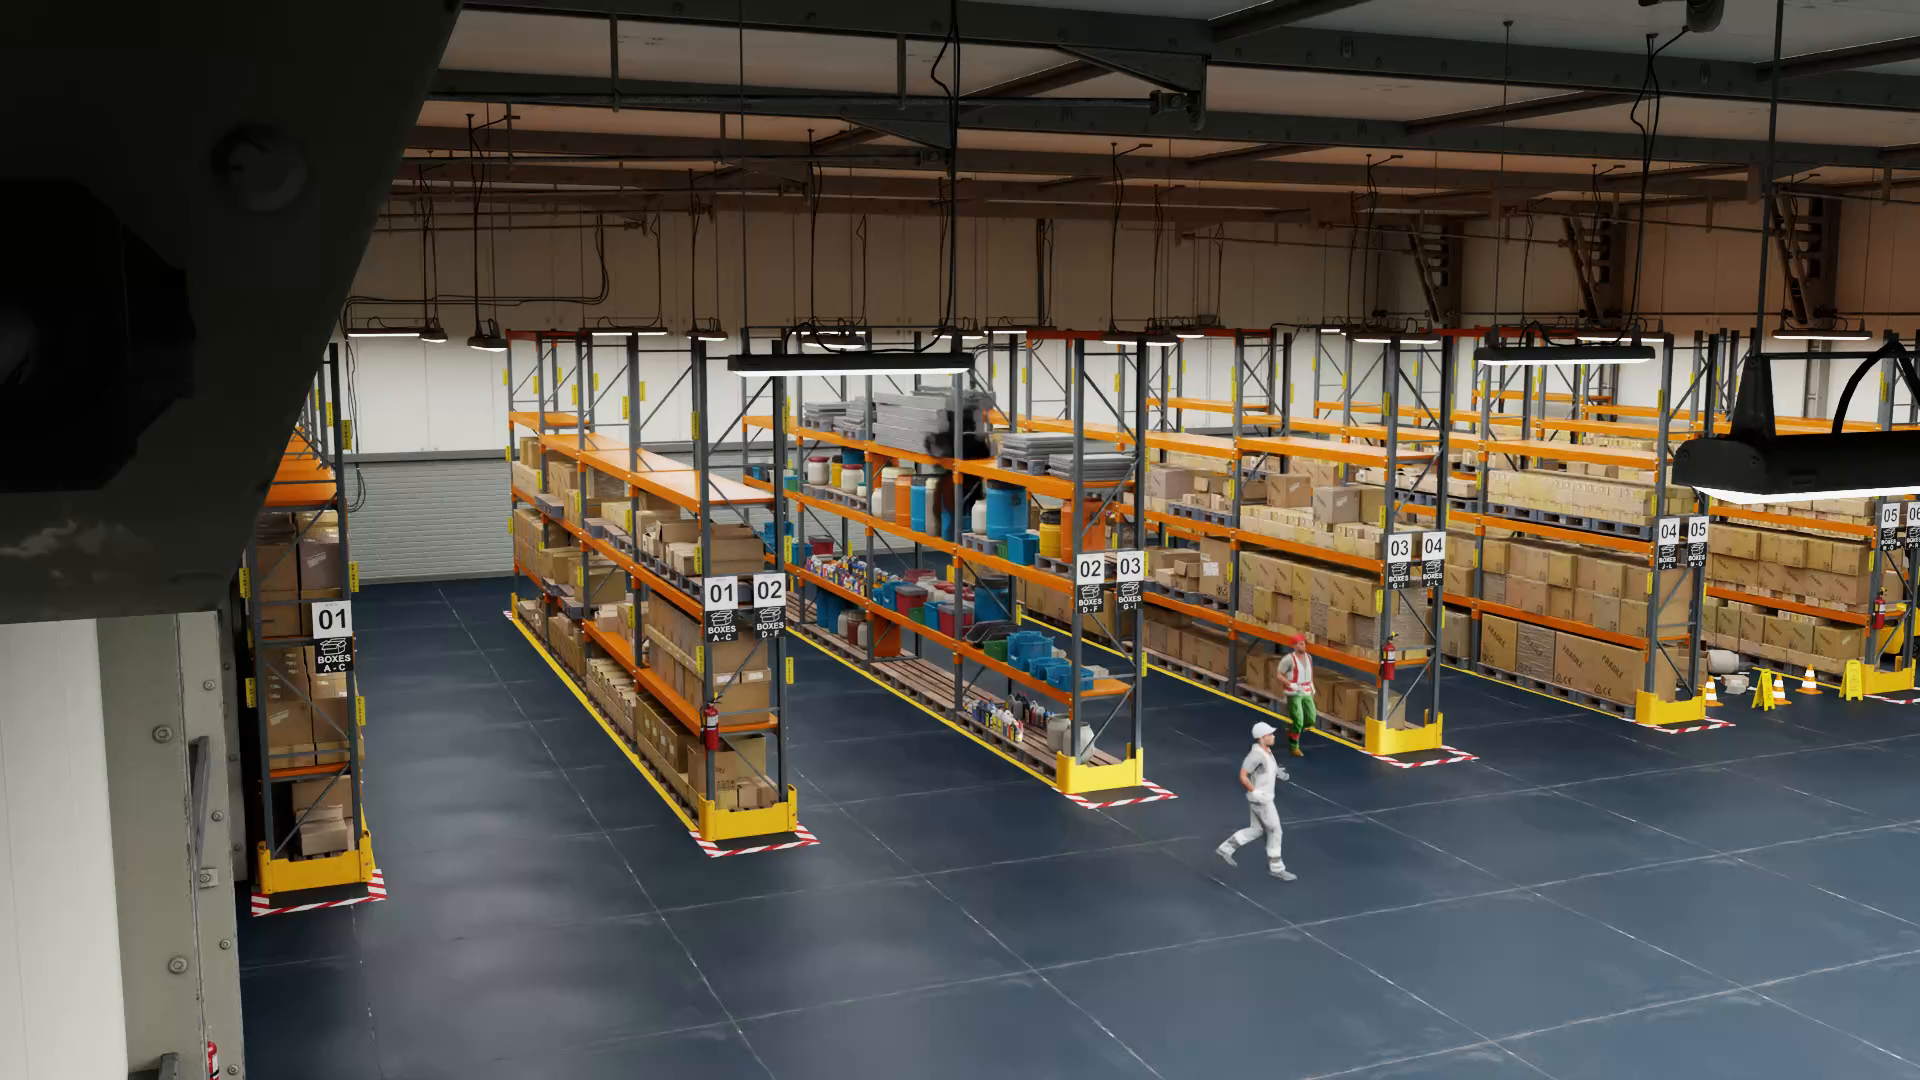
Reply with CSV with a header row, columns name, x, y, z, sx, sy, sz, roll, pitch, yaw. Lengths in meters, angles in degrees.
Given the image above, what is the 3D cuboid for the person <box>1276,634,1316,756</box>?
name,x,y,z,sx,sy,sz,roll,pitch,yaw
person,4.865,2.222,23.932,0.667,1.760,0.598,-4,9,-28

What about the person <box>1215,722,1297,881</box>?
name,x,y,z,sx,sy,sz,roll,pitch,yaw
person,3.345,2.916,18.690,0.916,1.794,0.639,1,8,10

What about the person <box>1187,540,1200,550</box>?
name,x,y,z,sx,sy,sz,roll,pitch,yaw
person,5.916,-0.113,41.405,0.632,1.720,0.735,-7,11,-43

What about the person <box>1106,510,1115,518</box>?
name,x,y,z,sx,sy,sz,roll,pitch,yaw
person,3.675,-0.146,41.487,0.581,1.720,0.803,-2,8,-17
